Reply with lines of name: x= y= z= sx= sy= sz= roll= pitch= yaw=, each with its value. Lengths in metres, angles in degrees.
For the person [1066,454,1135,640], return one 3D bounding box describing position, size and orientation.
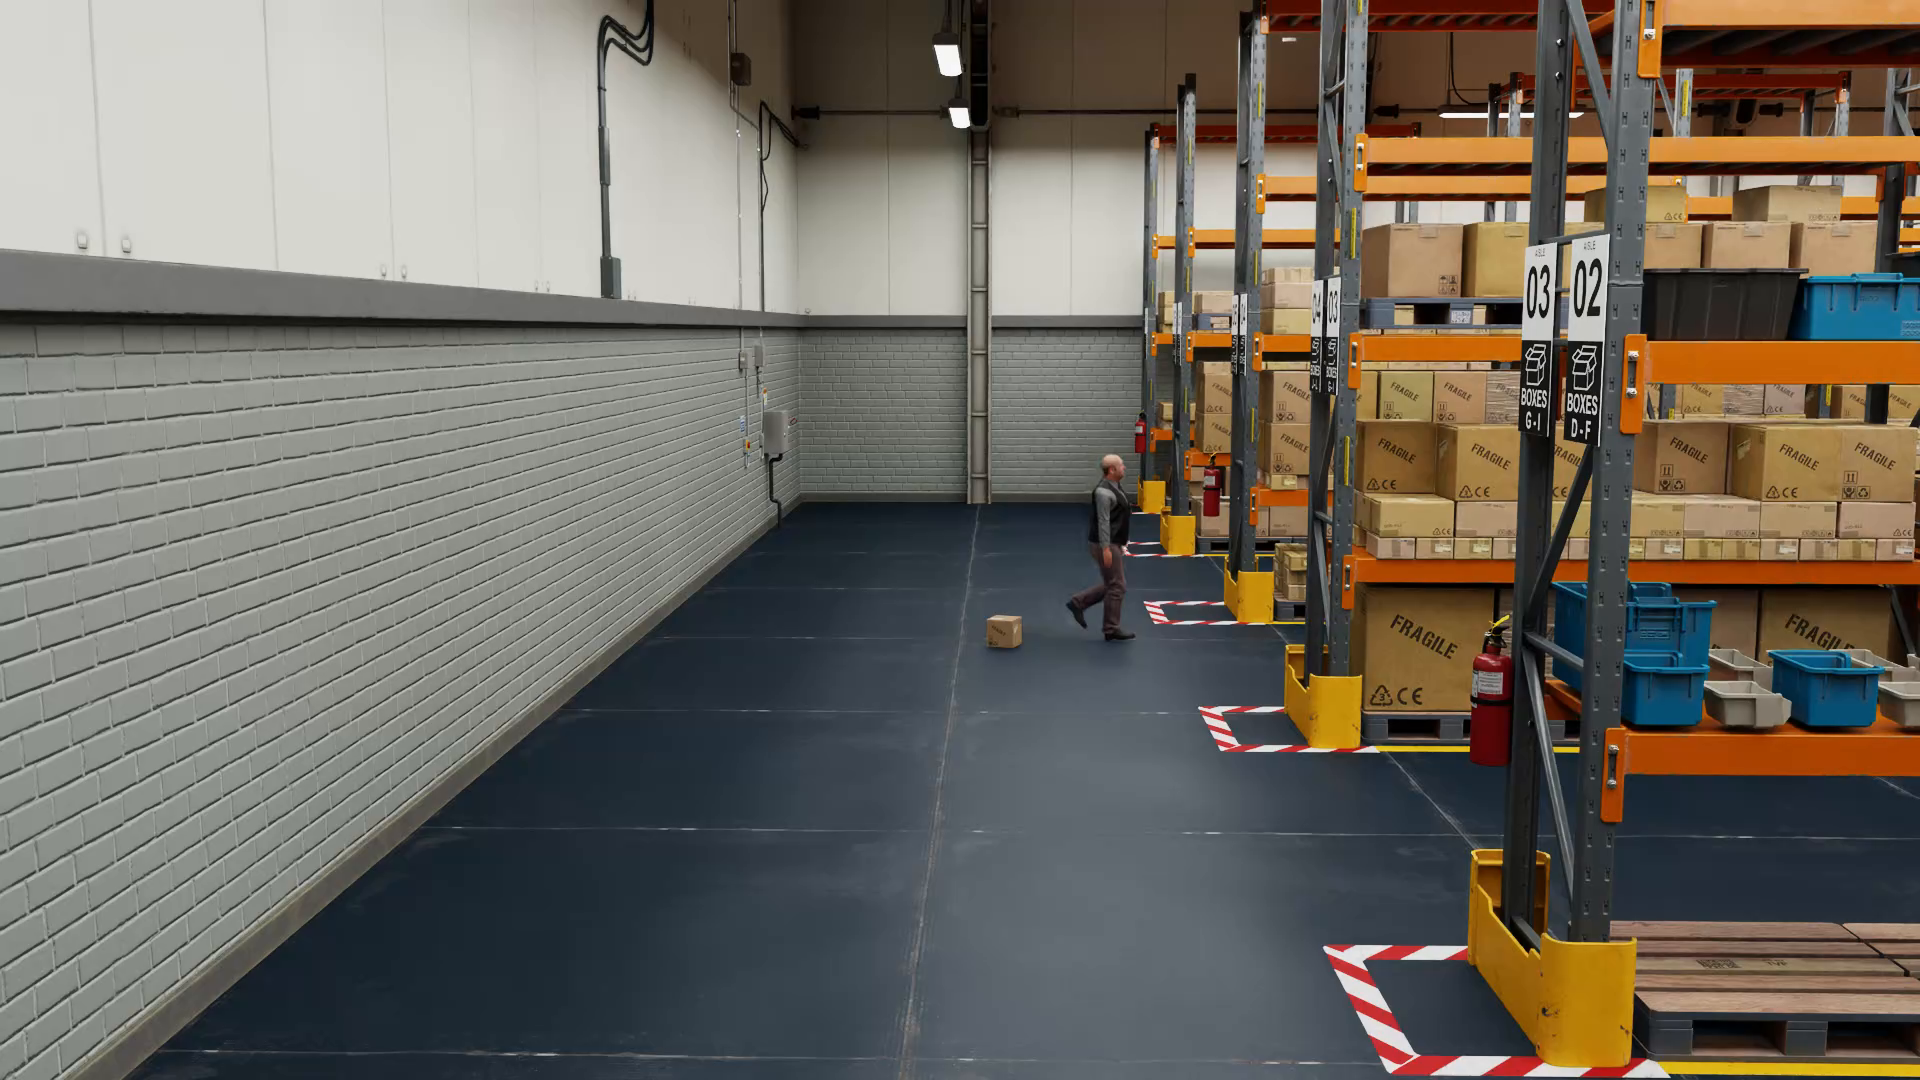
person: x=1.307 y=0.058 z=15.366 sx=0.695 sy=1.708 sz=0.540 roll=2 pitch=7 yaw=15
